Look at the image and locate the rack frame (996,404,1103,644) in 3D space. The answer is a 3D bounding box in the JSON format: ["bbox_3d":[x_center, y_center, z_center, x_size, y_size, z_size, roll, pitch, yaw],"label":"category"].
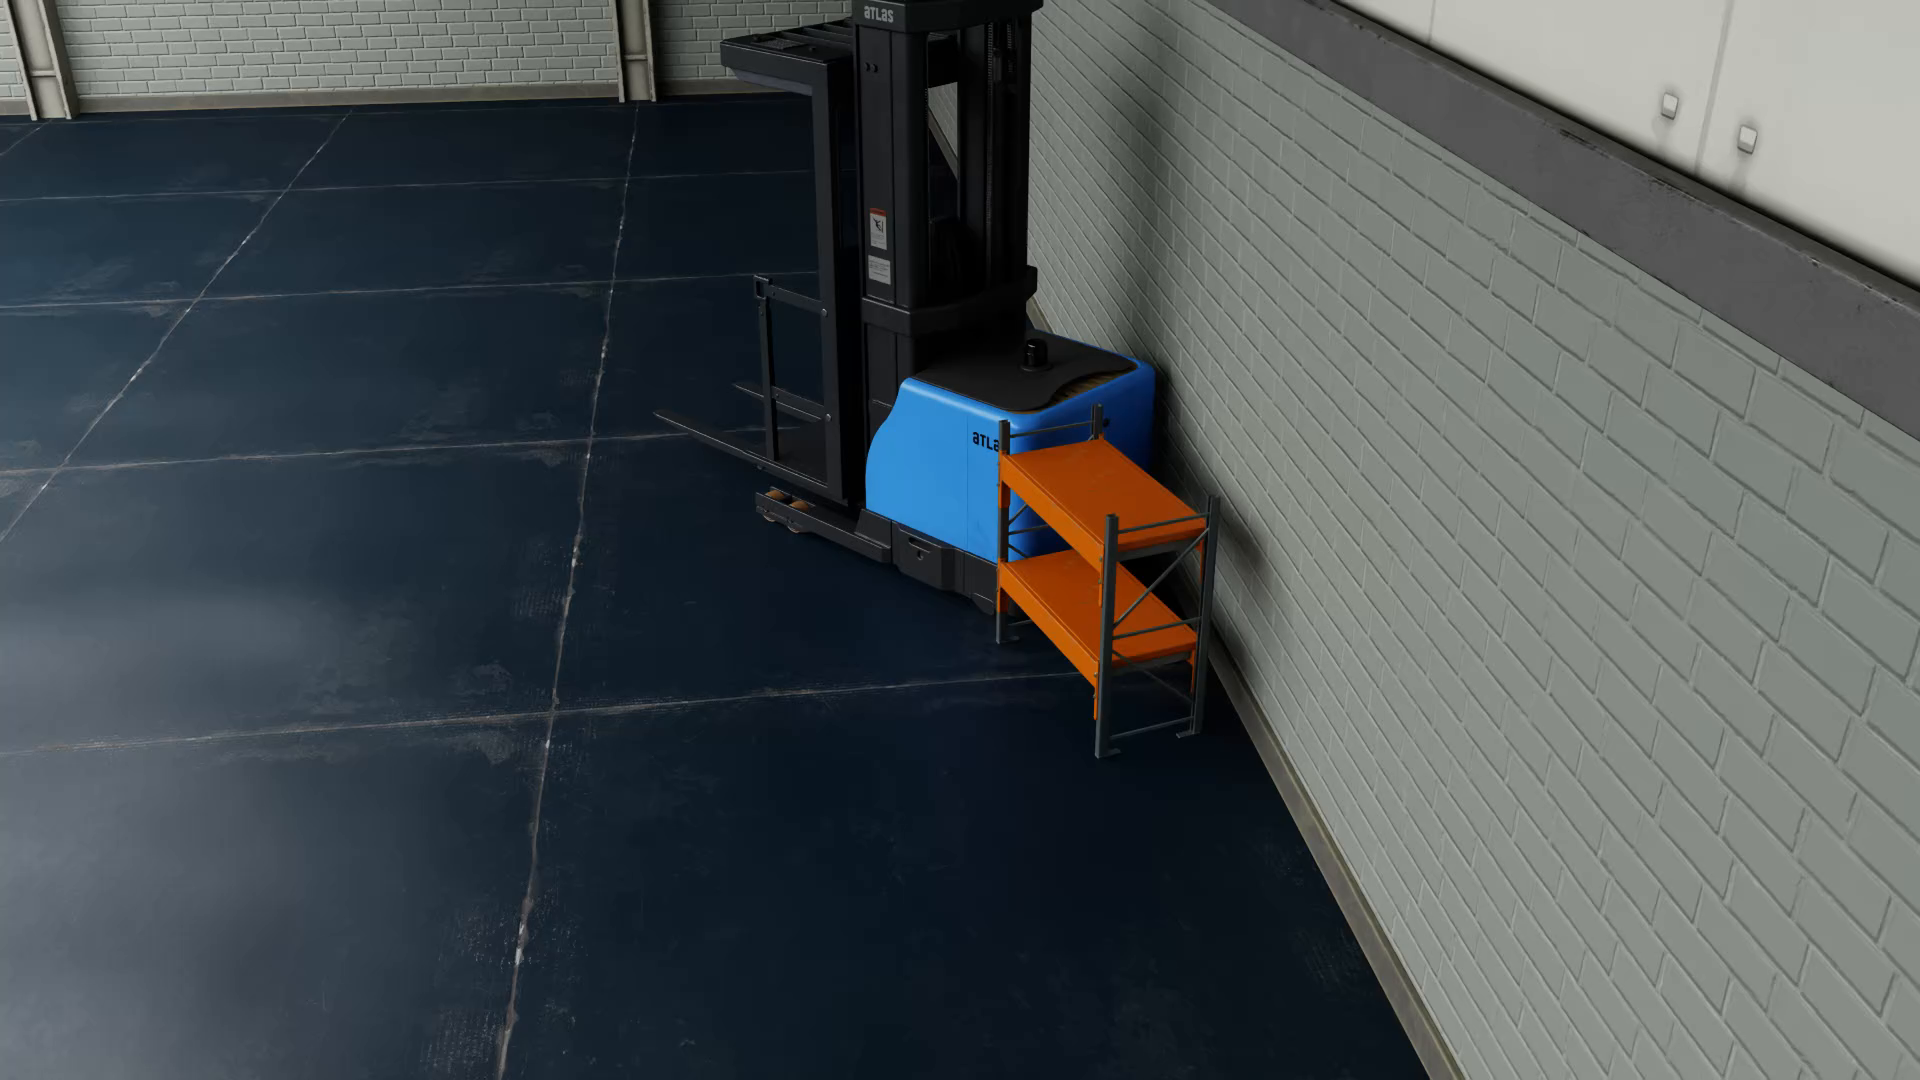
[{"bbox_3d":[0.406,-0.062,7.639,0.500,1.125,0.032,-11,29,-20],"label":"rack frame"}]

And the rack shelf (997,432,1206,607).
[{"bbox_3d":[0.605,-0.109,7.089,0.538,0.278,1.000,-11,29,-20],"label":"rack shelf"}]

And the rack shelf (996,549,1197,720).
[{"bbox_3d":[0.605,0.369,7.334,0.538,0.278,1.000,-11,29,-20],"label":"rack shelf"}]

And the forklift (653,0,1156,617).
[{"bbox_3d":[-0.458,-1.497,8.458,3.031,2.935,1.130,23,35,37],"label":"forklift"}]

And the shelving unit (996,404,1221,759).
[{"bbox_3d":[0.605,0.152,7.222,0.538,1.125,1.048,-11,29,-20],"label":"shelving unit"}]

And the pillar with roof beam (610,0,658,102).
[{"bbox_3d":[-2.903,-6.871,12.284,0.400,9.000,9.100,-4,27,-7],"label":"pillar with roof beam"}]

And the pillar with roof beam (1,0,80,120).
[{"bbox_3d":[-8.845,-6.490,11.540,0.400,9.000,9.100,-4,27,-7],"label":"pillar with roof beam"}]

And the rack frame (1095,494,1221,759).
[{"bbox_3d":[0.803,0.365,6.806,0.500,1.125,0.032,-11,29,-20],"label":"rack frame"}]
